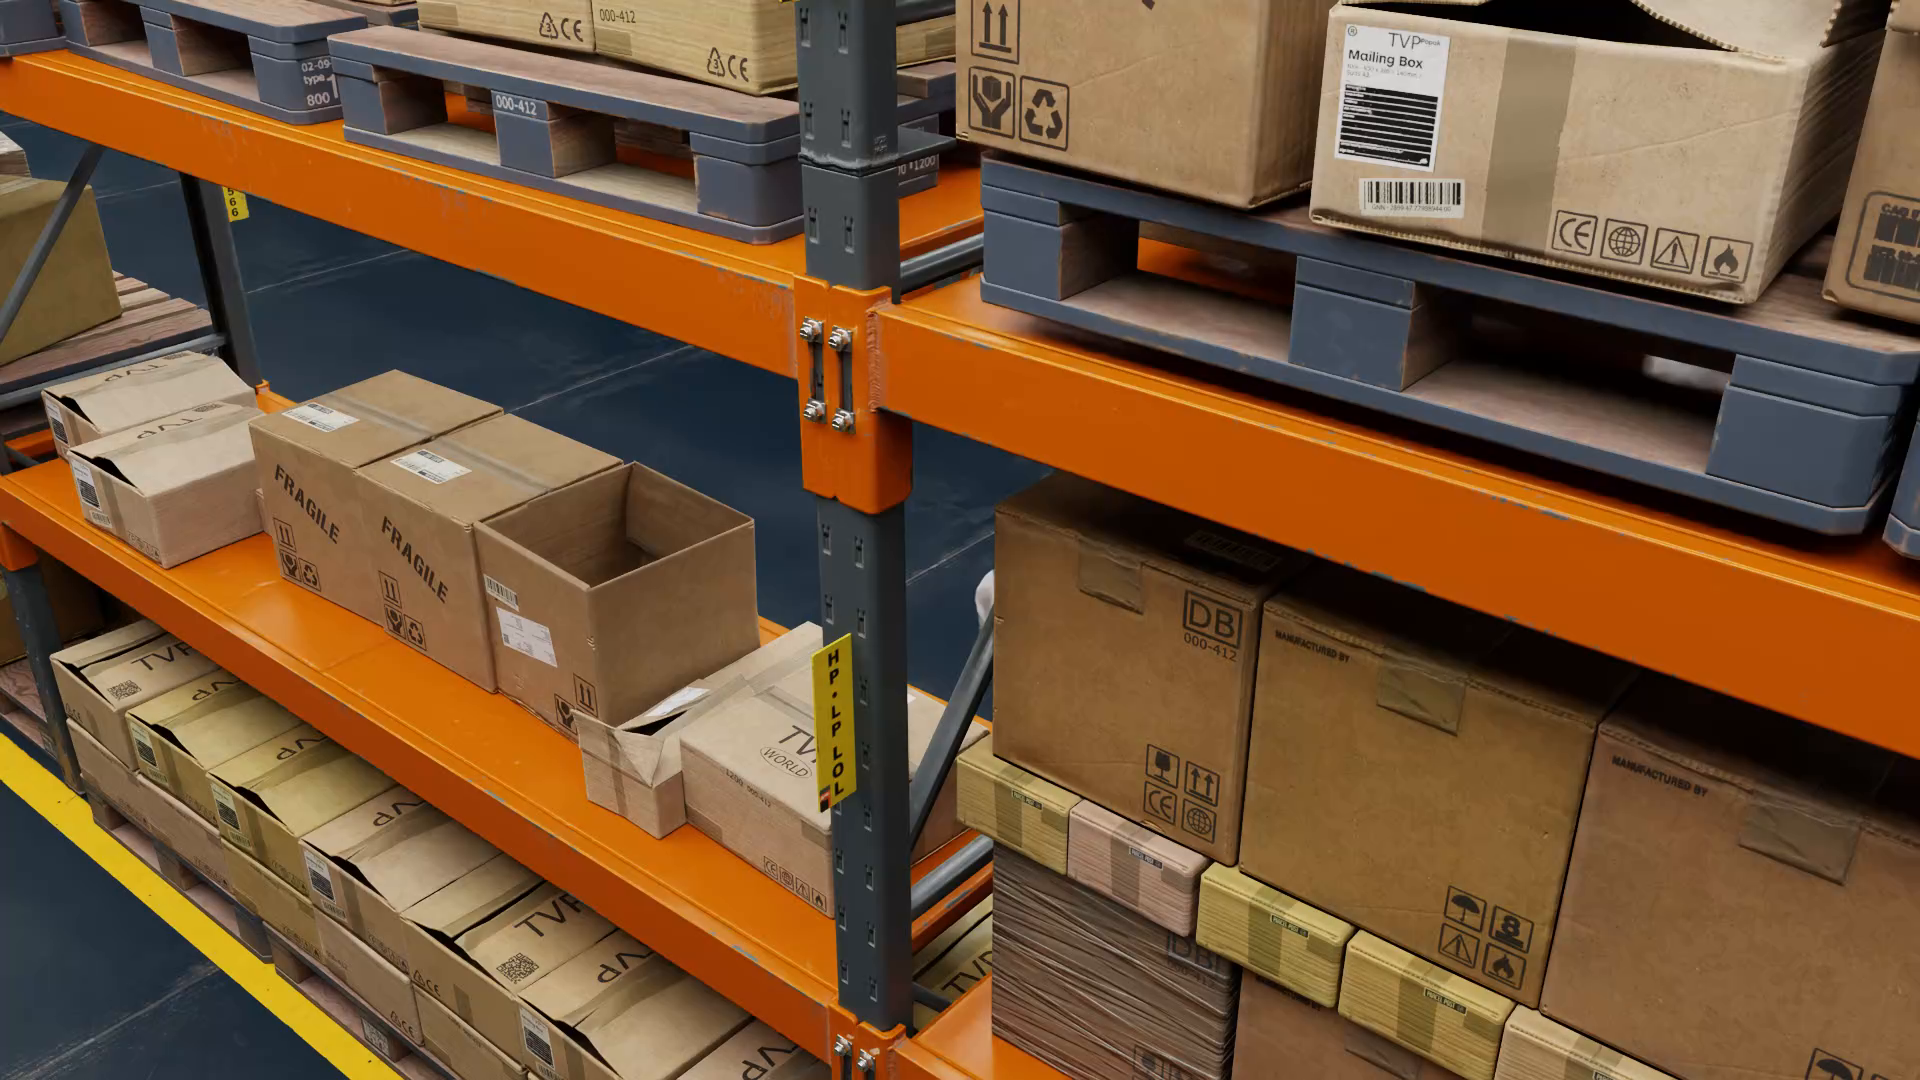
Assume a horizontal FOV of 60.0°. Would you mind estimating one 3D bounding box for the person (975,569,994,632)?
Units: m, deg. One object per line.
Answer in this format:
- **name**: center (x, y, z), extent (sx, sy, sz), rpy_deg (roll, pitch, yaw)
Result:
- **person**: center (0.496, 0.499, 5.882), extent (0.937, 1.000, 0.503), rpy_deg (19, 33, 32)
